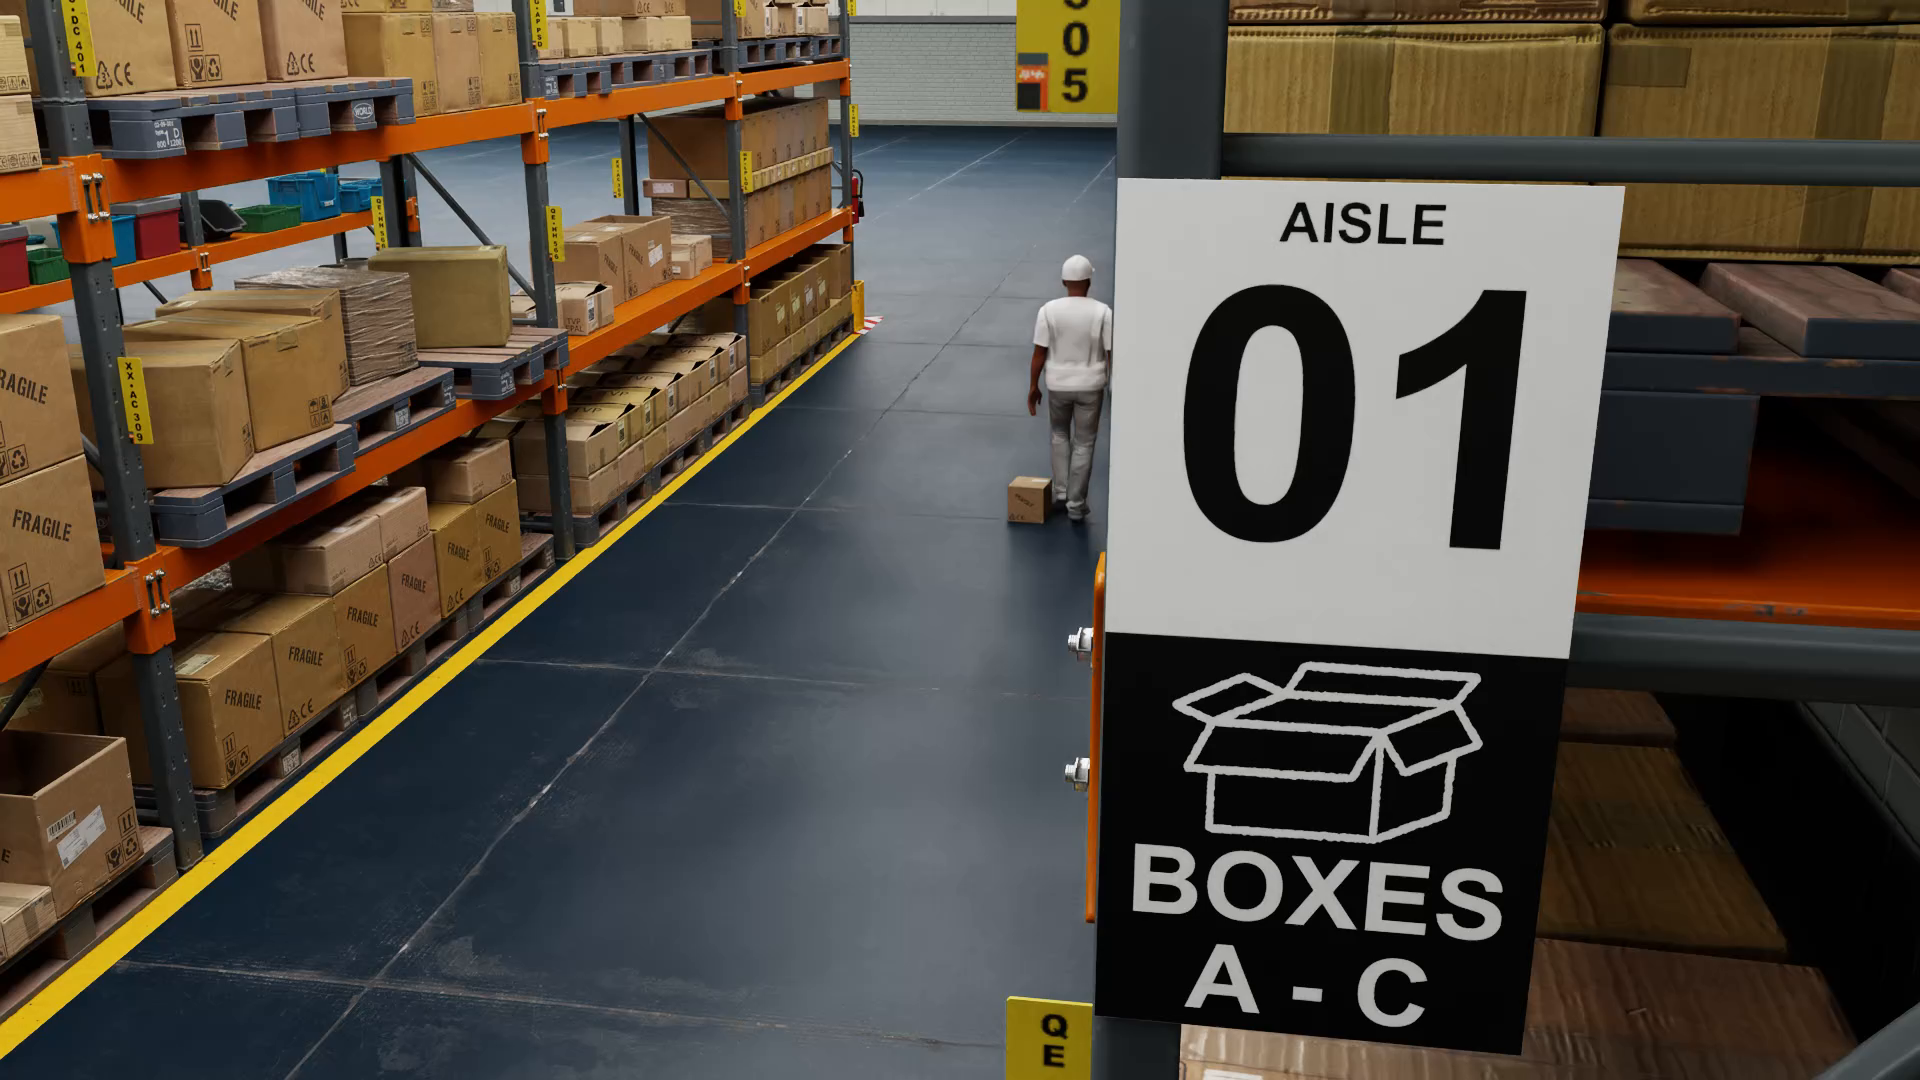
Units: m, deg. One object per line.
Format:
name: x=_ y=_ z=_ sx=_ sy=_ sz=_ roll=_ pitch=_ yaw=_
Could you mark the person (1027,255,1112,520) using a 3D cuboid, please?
person: x=0.783 y=-0.997 z=11.175 sx=0.612 sy=1.833 sz=0.572 roll=5 pitch=18 yaw=14
